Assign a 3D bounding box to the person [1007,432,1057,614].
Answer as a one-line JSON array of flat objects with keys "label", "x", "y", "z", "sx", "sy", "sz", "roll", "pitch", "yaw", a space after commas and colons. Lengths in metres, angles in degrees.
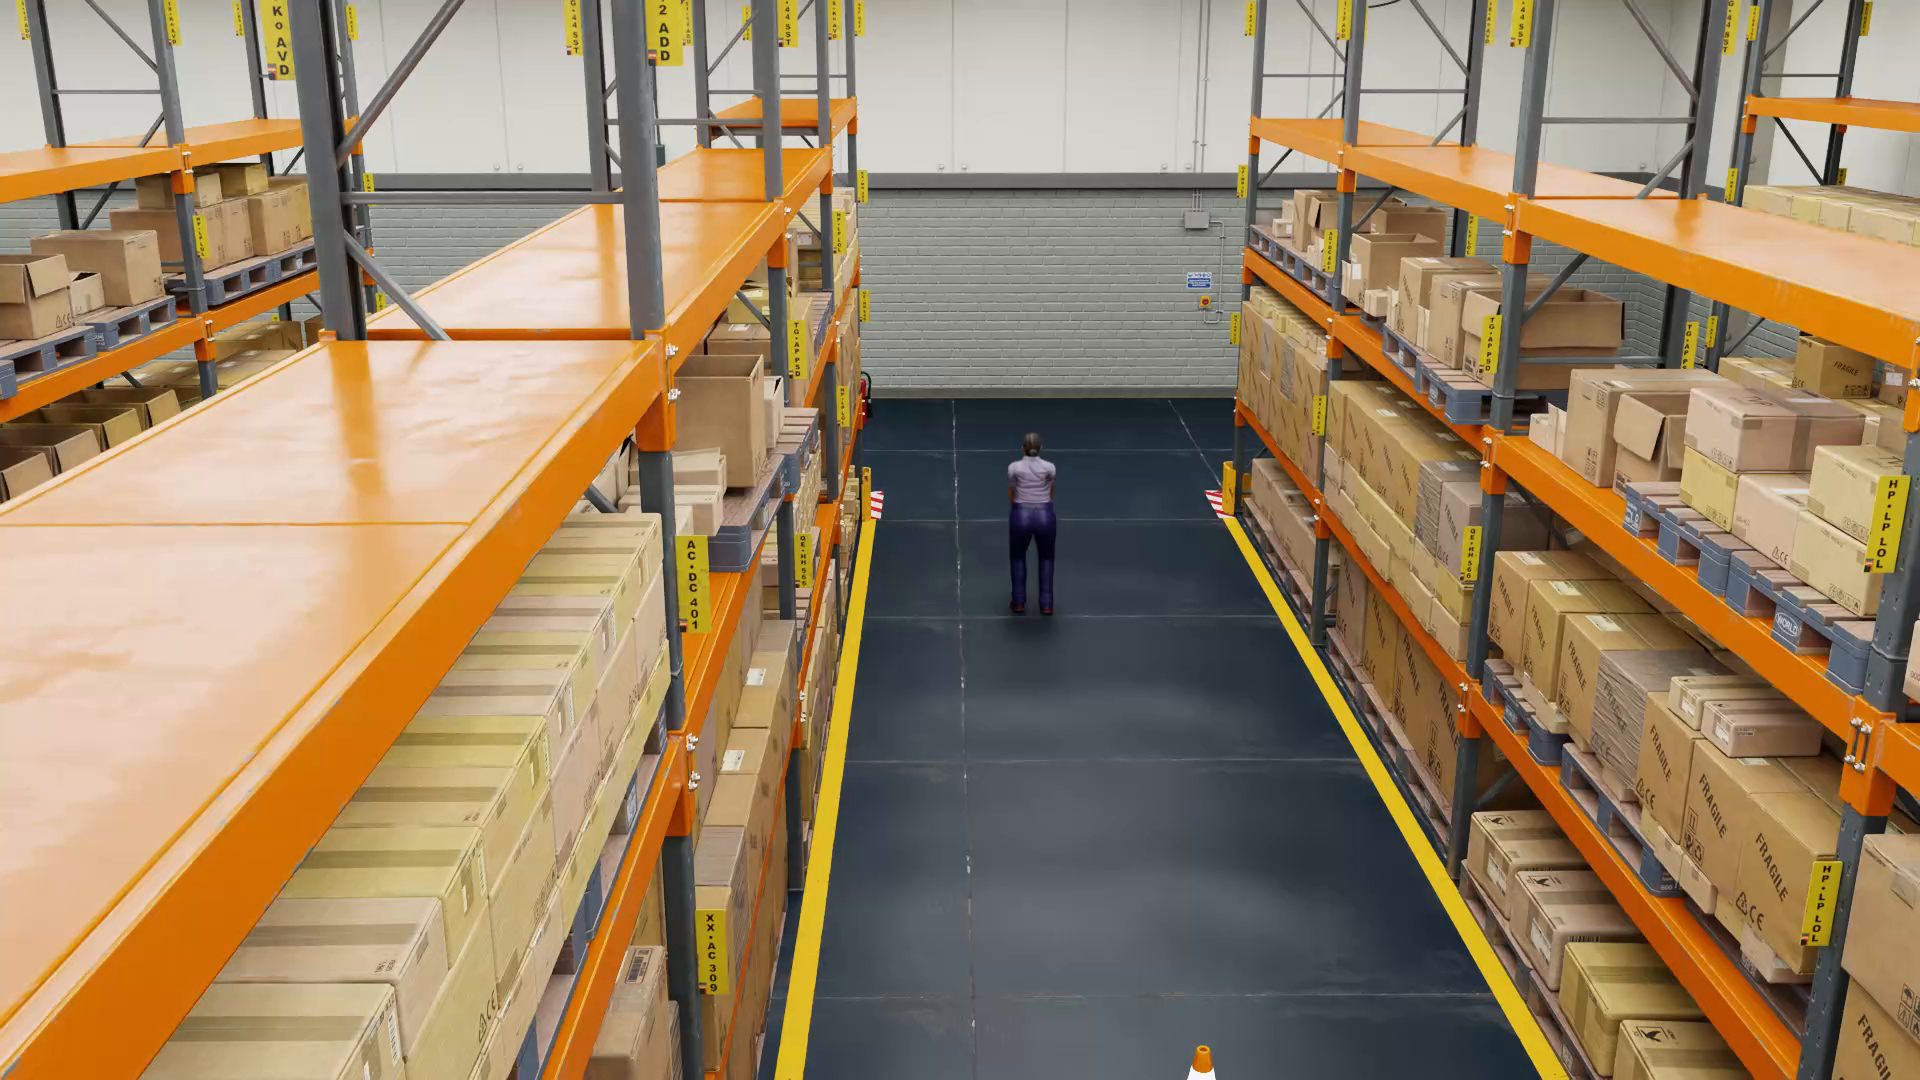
[{"label": "person", "x": 0.624, "y": -0.172, "z": 14.665, "sx": 0.435, "sy": 1.647, "sz": 0.528, "roll": 0, "pitch": 17, "yaw": -1}]
